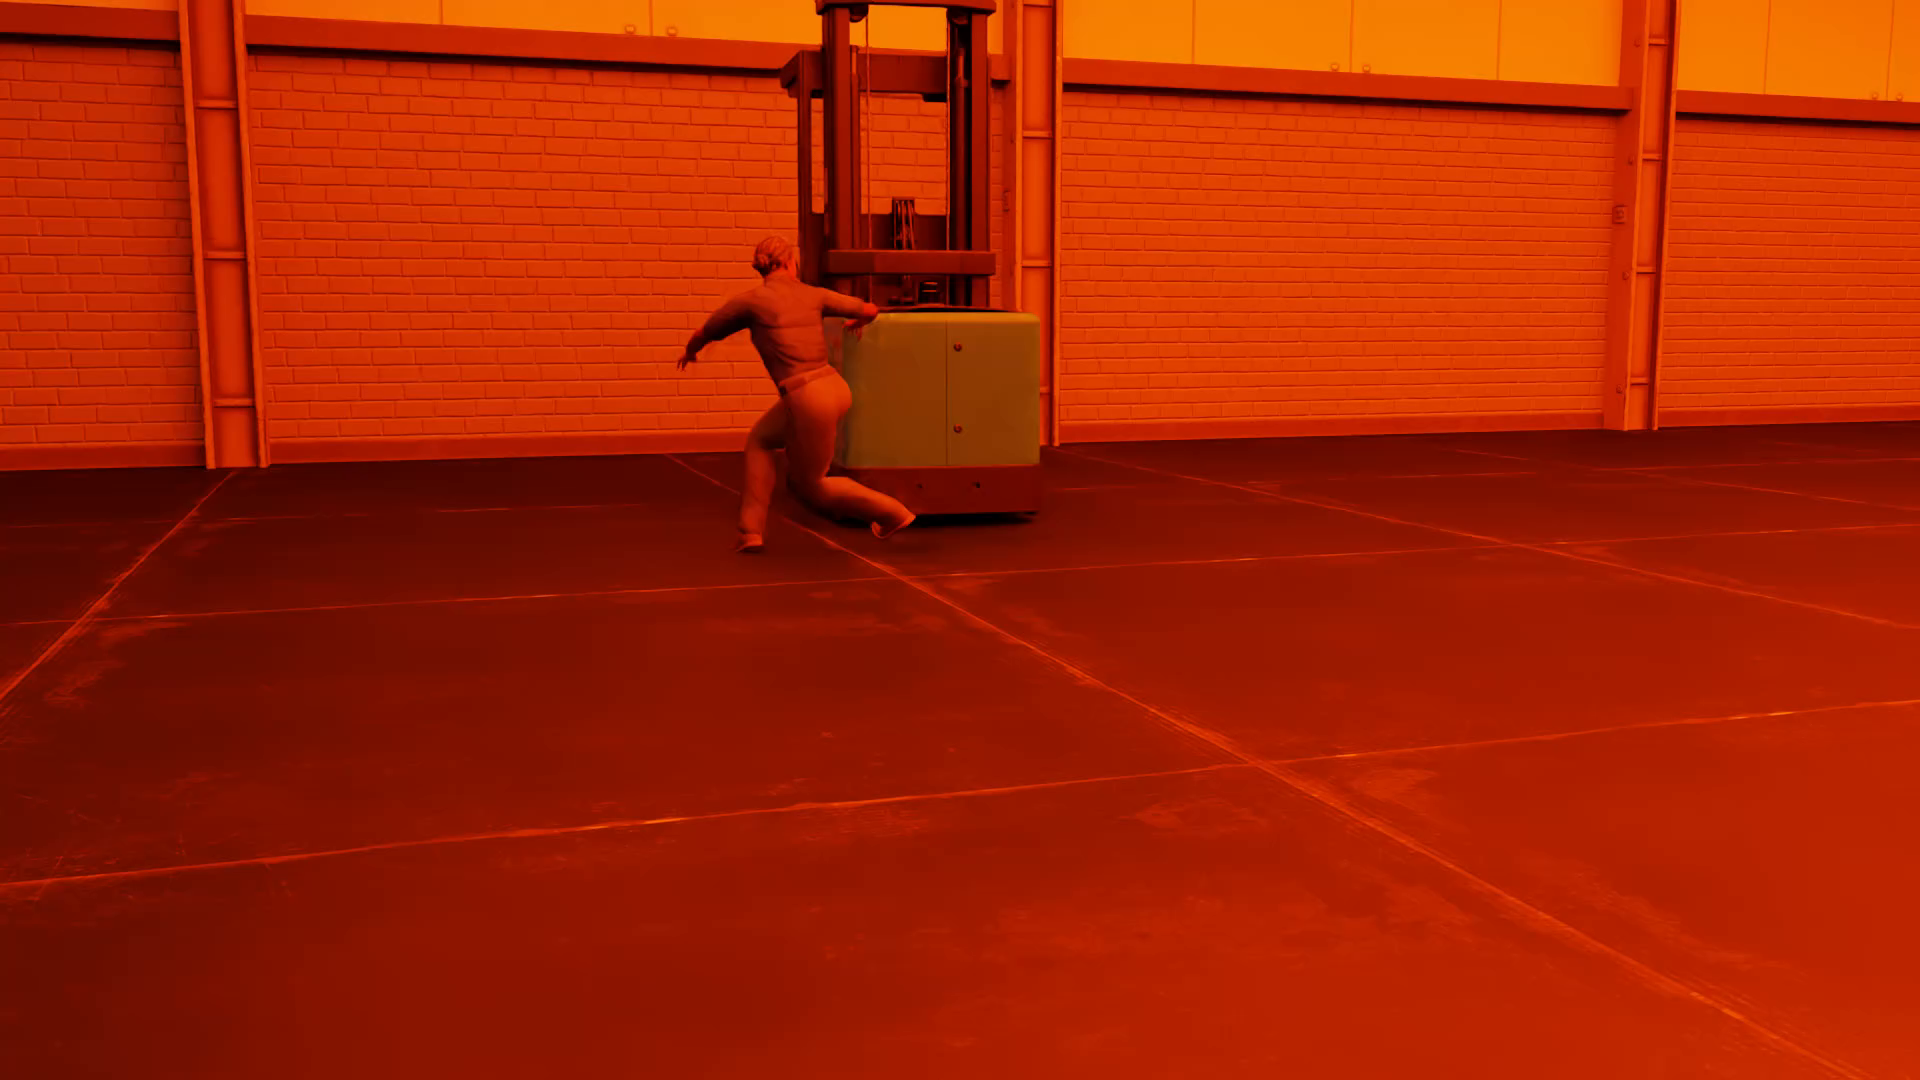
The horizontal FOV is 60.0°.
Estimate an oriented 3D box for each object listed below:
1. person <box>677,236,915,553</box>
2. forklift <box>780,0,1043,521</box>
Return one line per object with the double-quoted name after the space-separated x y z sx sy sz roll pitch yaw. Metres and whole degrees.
-0.750 -0.646 7.587 1.088 1.449 0.814 5 9 31 "person"
-0.426 -1.709 9.616 1.130 2.935 3.031 -2 8 -14 "forklift"
